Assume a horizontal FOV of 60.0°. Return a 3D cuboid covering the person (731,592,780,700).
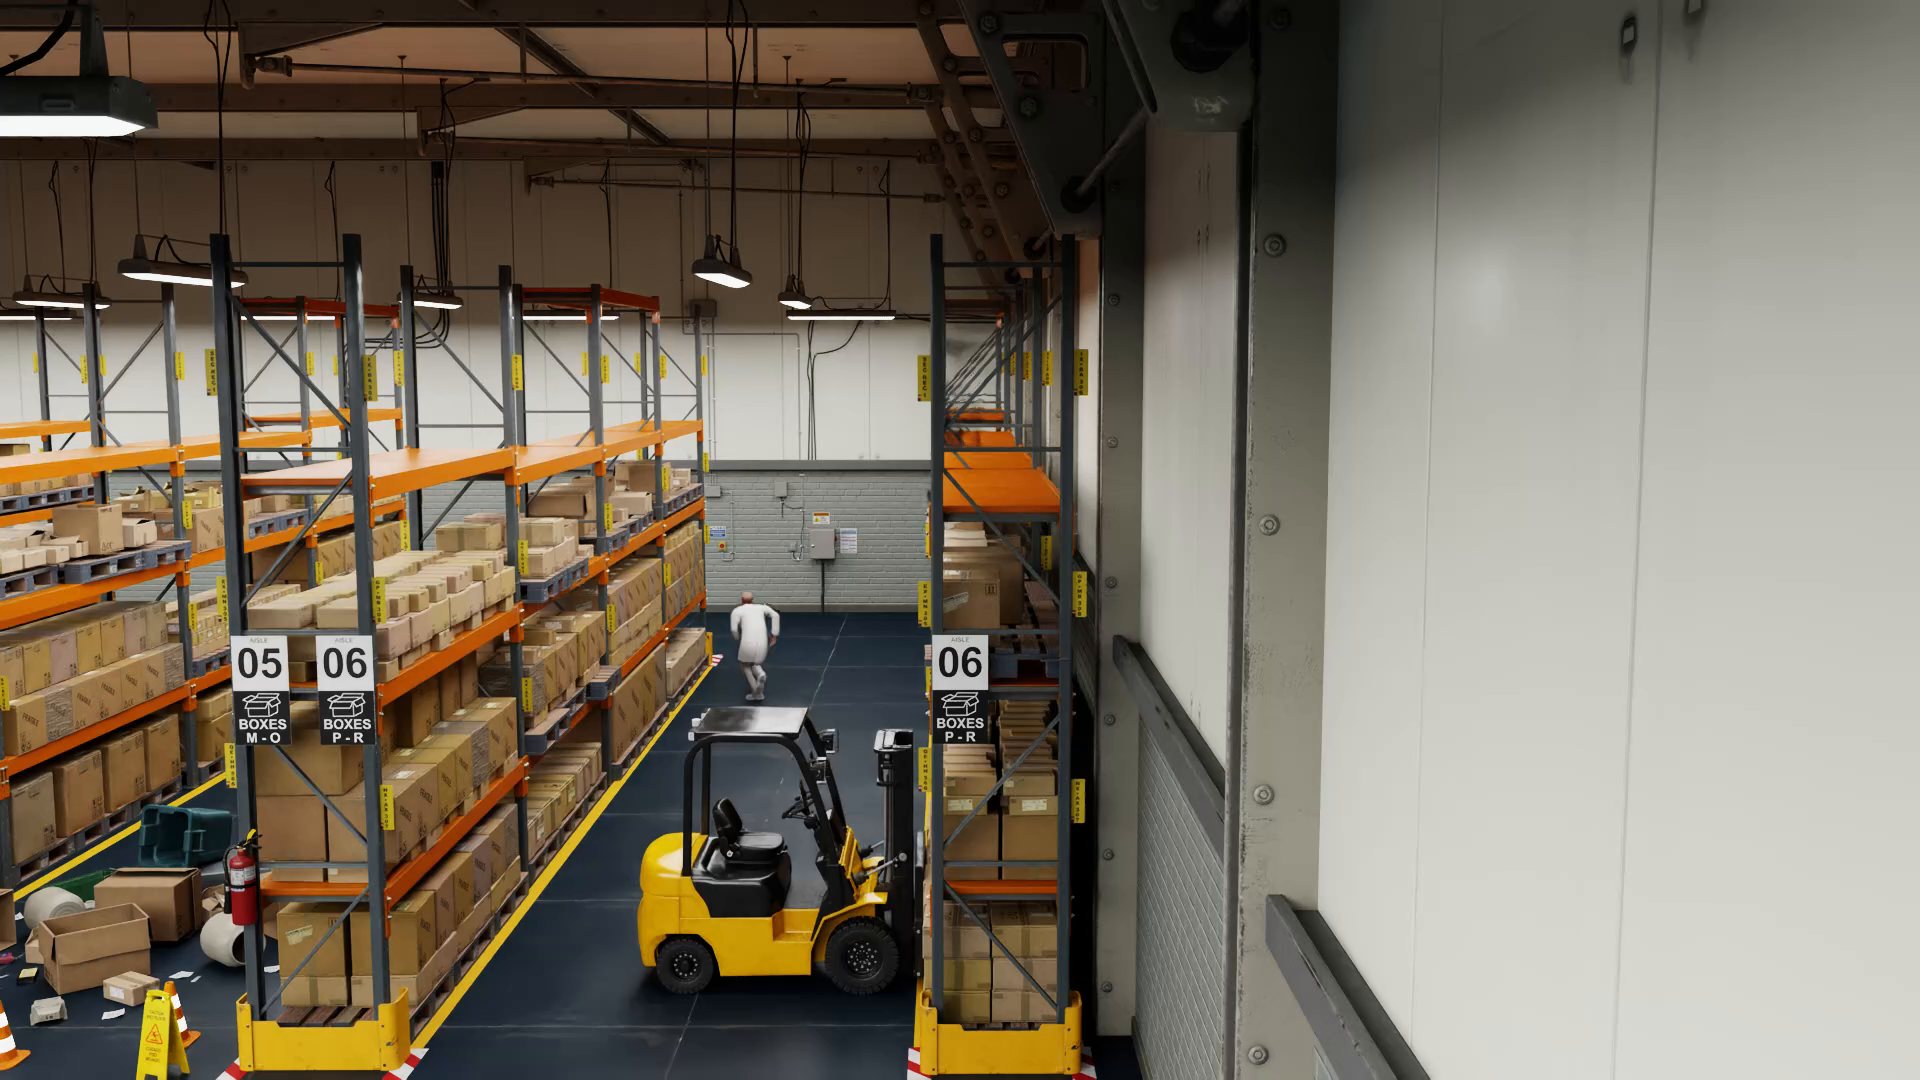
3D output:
[{"bbox_3d":[-3.087,1.607,25.193,0.735,1.590,0.888,-3,7,-24],"label":"person"}]
